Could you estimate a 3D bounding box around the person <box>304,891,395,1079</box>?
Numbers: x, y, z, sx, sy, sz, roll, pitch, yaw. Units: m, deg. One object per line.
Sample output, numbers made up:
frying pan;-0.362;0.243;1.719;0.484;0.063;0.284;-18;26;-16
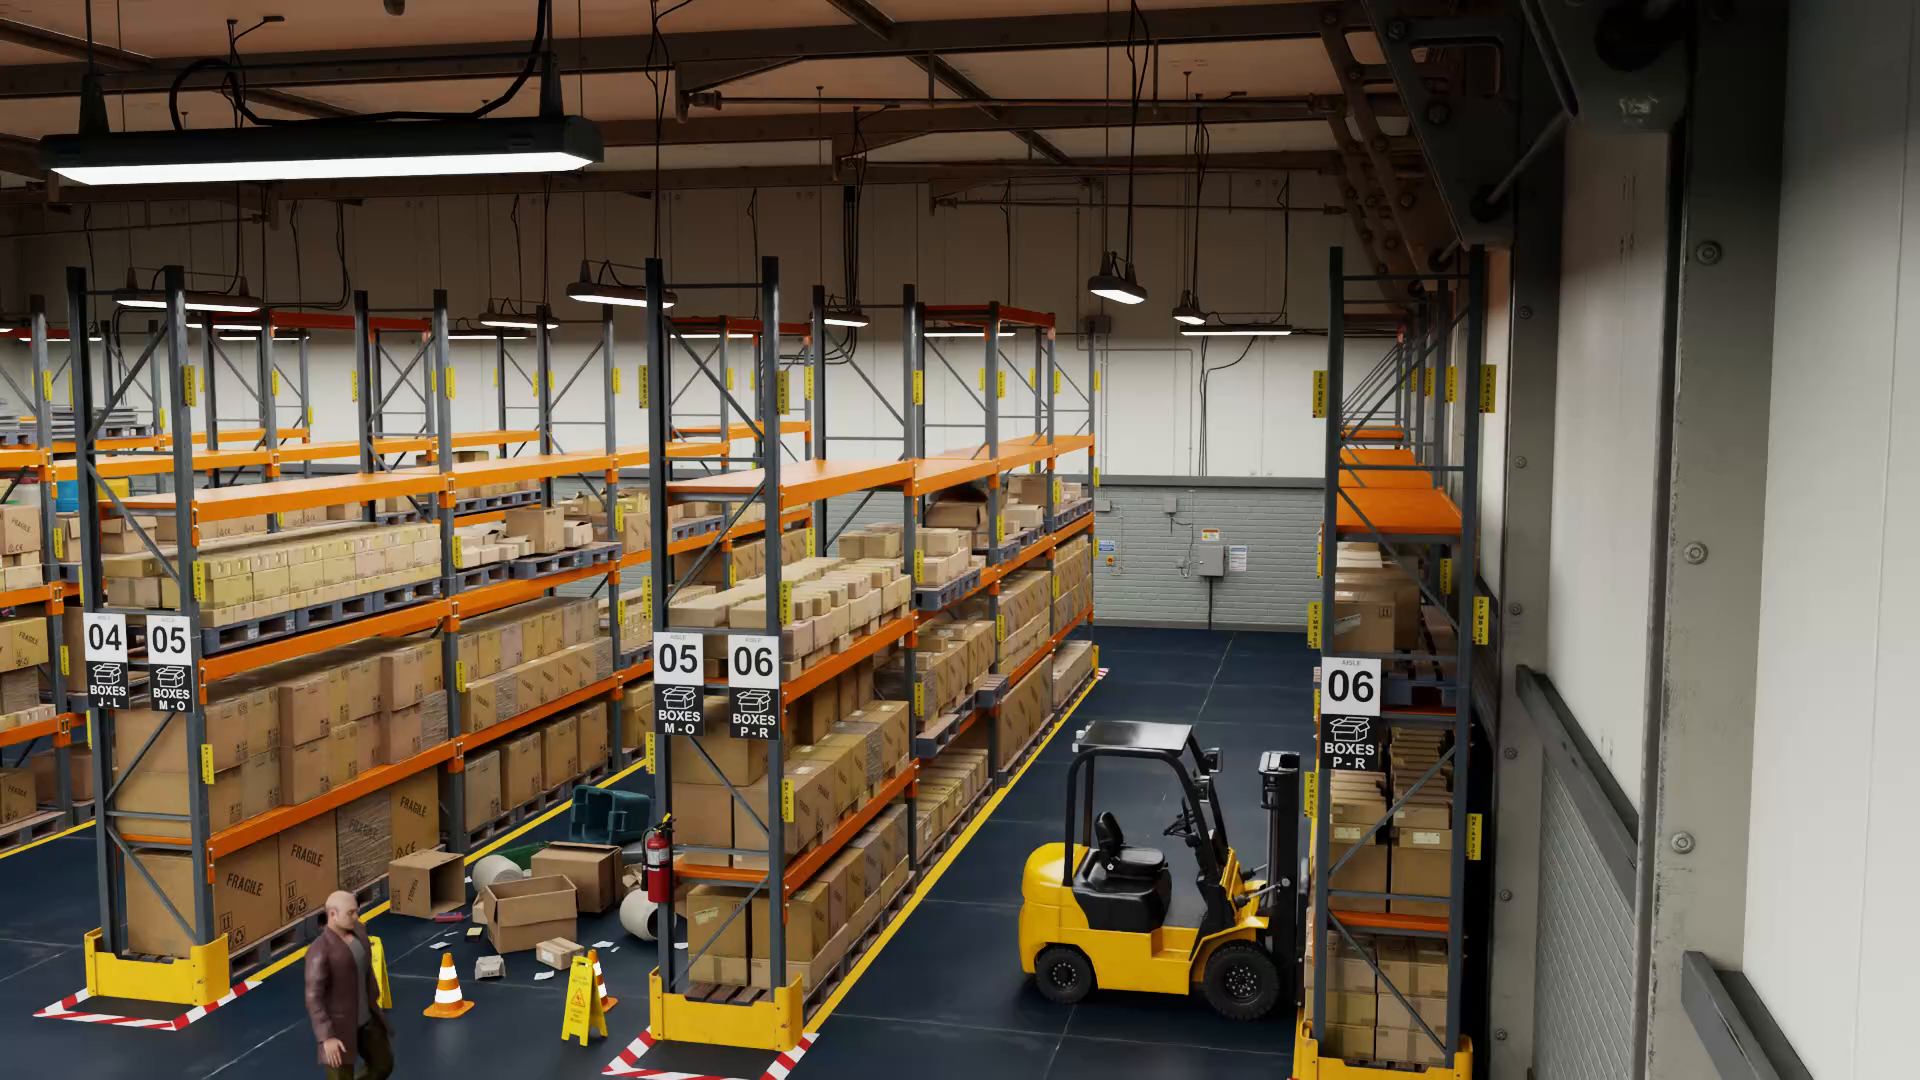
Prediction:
person;-4.008;3.178;10.910;0.584;1.786;0.733;2;6;19
